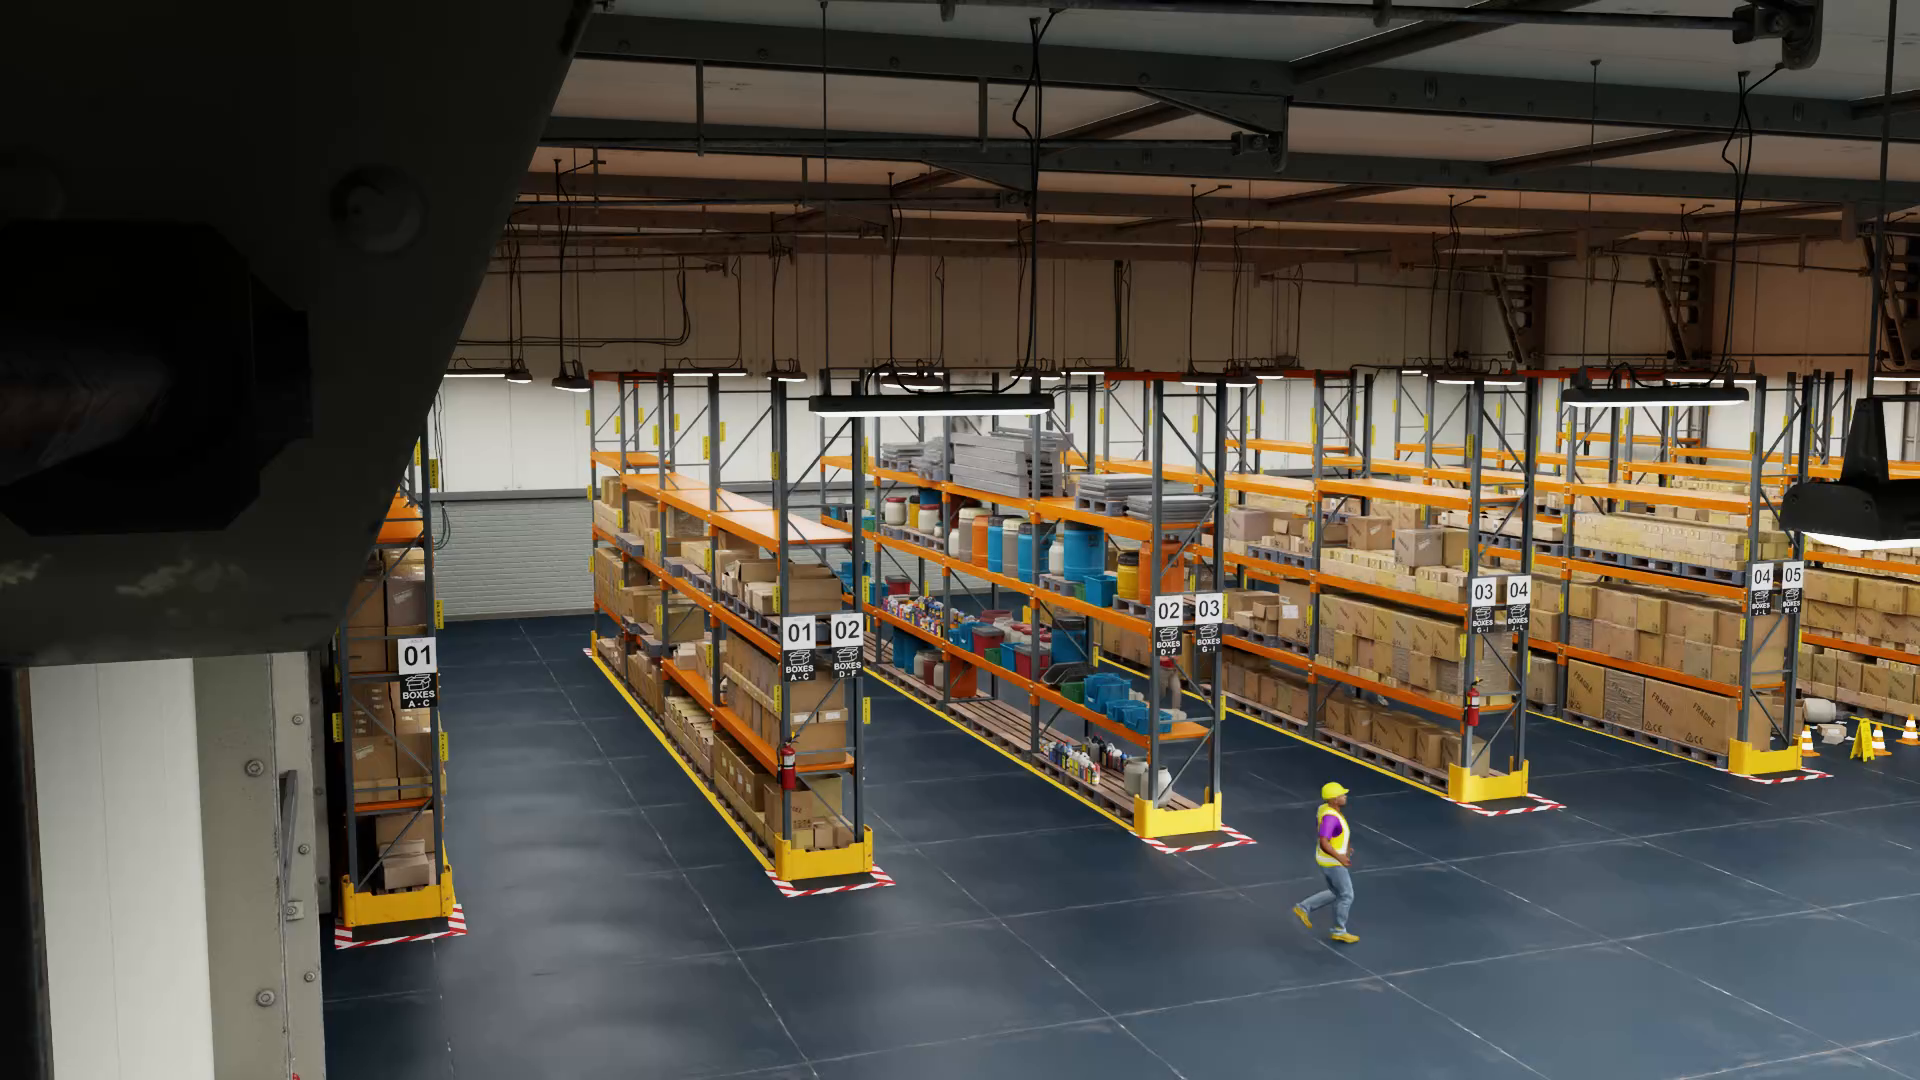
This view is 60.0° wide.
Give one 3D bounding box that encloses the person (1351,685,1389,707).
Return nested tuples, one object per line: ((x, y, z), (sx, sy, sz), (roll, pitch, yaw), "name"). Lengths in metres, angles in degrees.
((7.489, 2.112, 30.286), (0.620, 1.703, 0.929), (-2, 7, -20), "person")

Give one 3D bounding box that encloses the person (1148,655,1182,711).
((3.511, 2.298, 28.311), (0.653, 1.752, 0.898), (-4, 8, -34), "person")

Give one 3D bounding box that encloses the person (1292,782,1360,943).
((3.990, 3.471, 17.932), (0.675, 1.746, 0.708), (1, 6, 5), "person")
